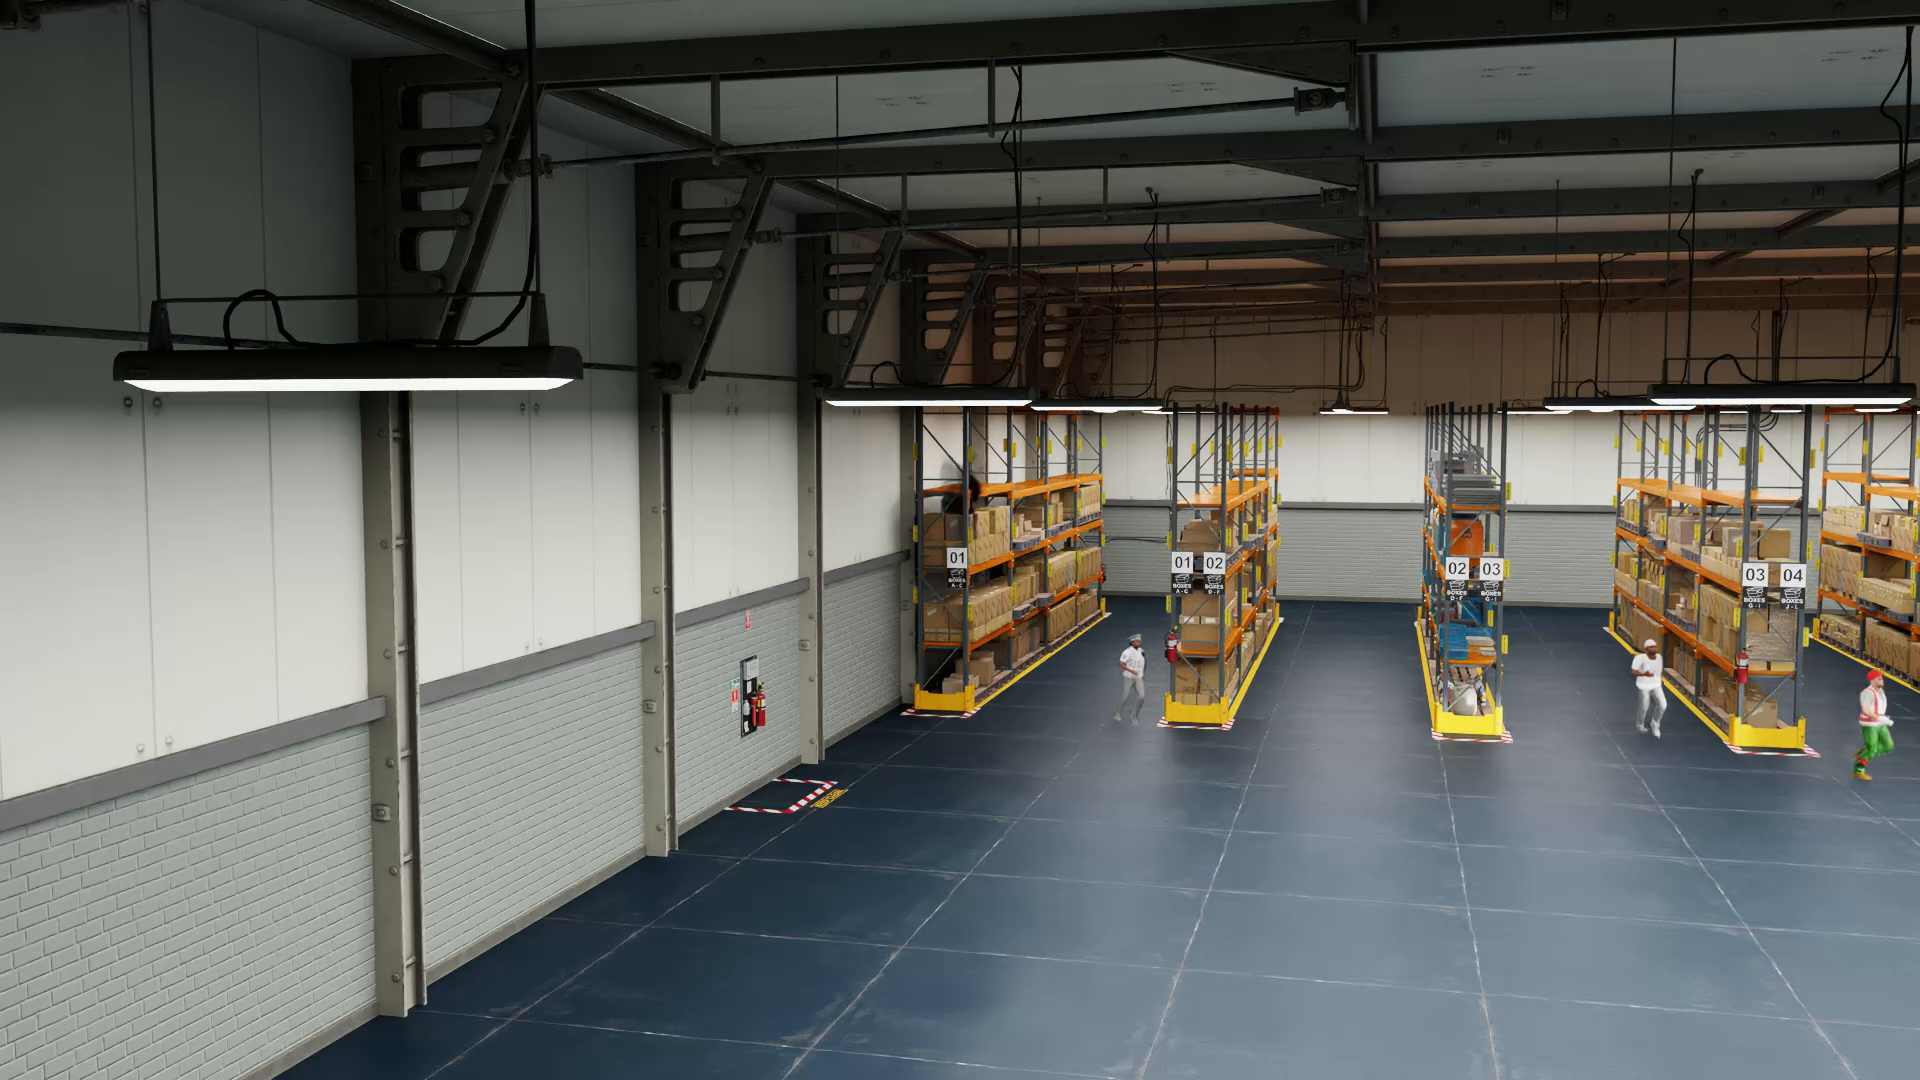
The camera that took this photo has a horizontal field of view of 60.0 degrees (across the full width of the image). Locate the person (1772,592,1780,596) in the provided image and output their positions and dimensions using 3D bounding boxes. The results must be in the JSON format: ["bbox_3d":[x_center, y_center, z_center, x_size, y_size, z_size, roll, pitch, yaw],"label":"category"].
[{"bbox_3d":[21.151,1.766,43.241,0.589,1.527,0.499,3,5,33],"label":"person"}]

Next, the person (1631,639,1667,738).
[{"bbox_3d":[12.351,2.650,29.830,0.680,1.768,0.751,0,4,-4],"label":"person"}]

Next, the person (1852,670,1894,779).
[{"bbox_3d":[14.466,2.917,26.264,0.698,1.740,0.652,-3,5,-35],"label":"person"}]

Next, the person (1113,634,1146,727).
[{"bbox_3d":[3.230,2.598,31.102,0.625,1.717,0.686,-2,5,-25],"label":"person"}]
